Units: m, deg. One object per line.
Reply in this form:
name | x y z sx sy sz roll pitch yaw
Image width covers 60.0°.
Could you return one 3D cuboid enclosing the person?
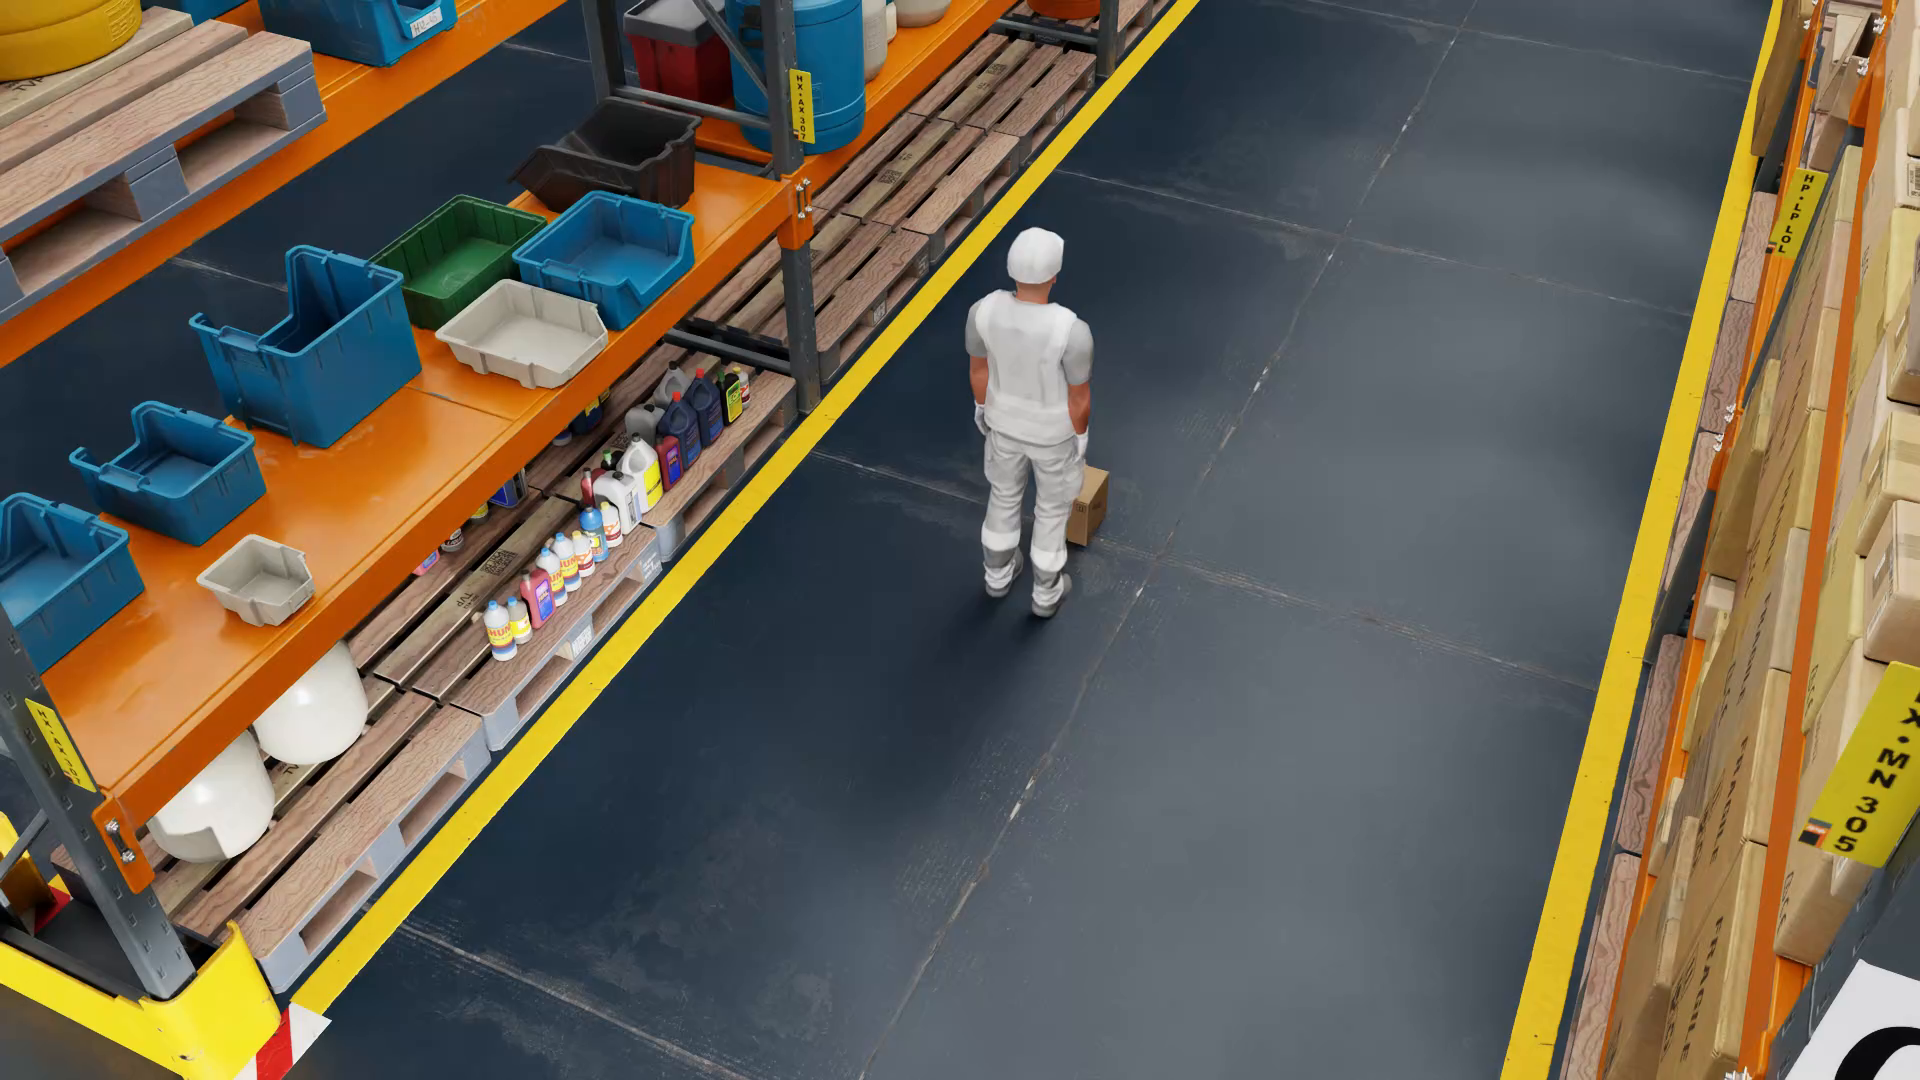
person | 0.286 -0.459 6.675 0.523 1.813 0.336 18 45 20
